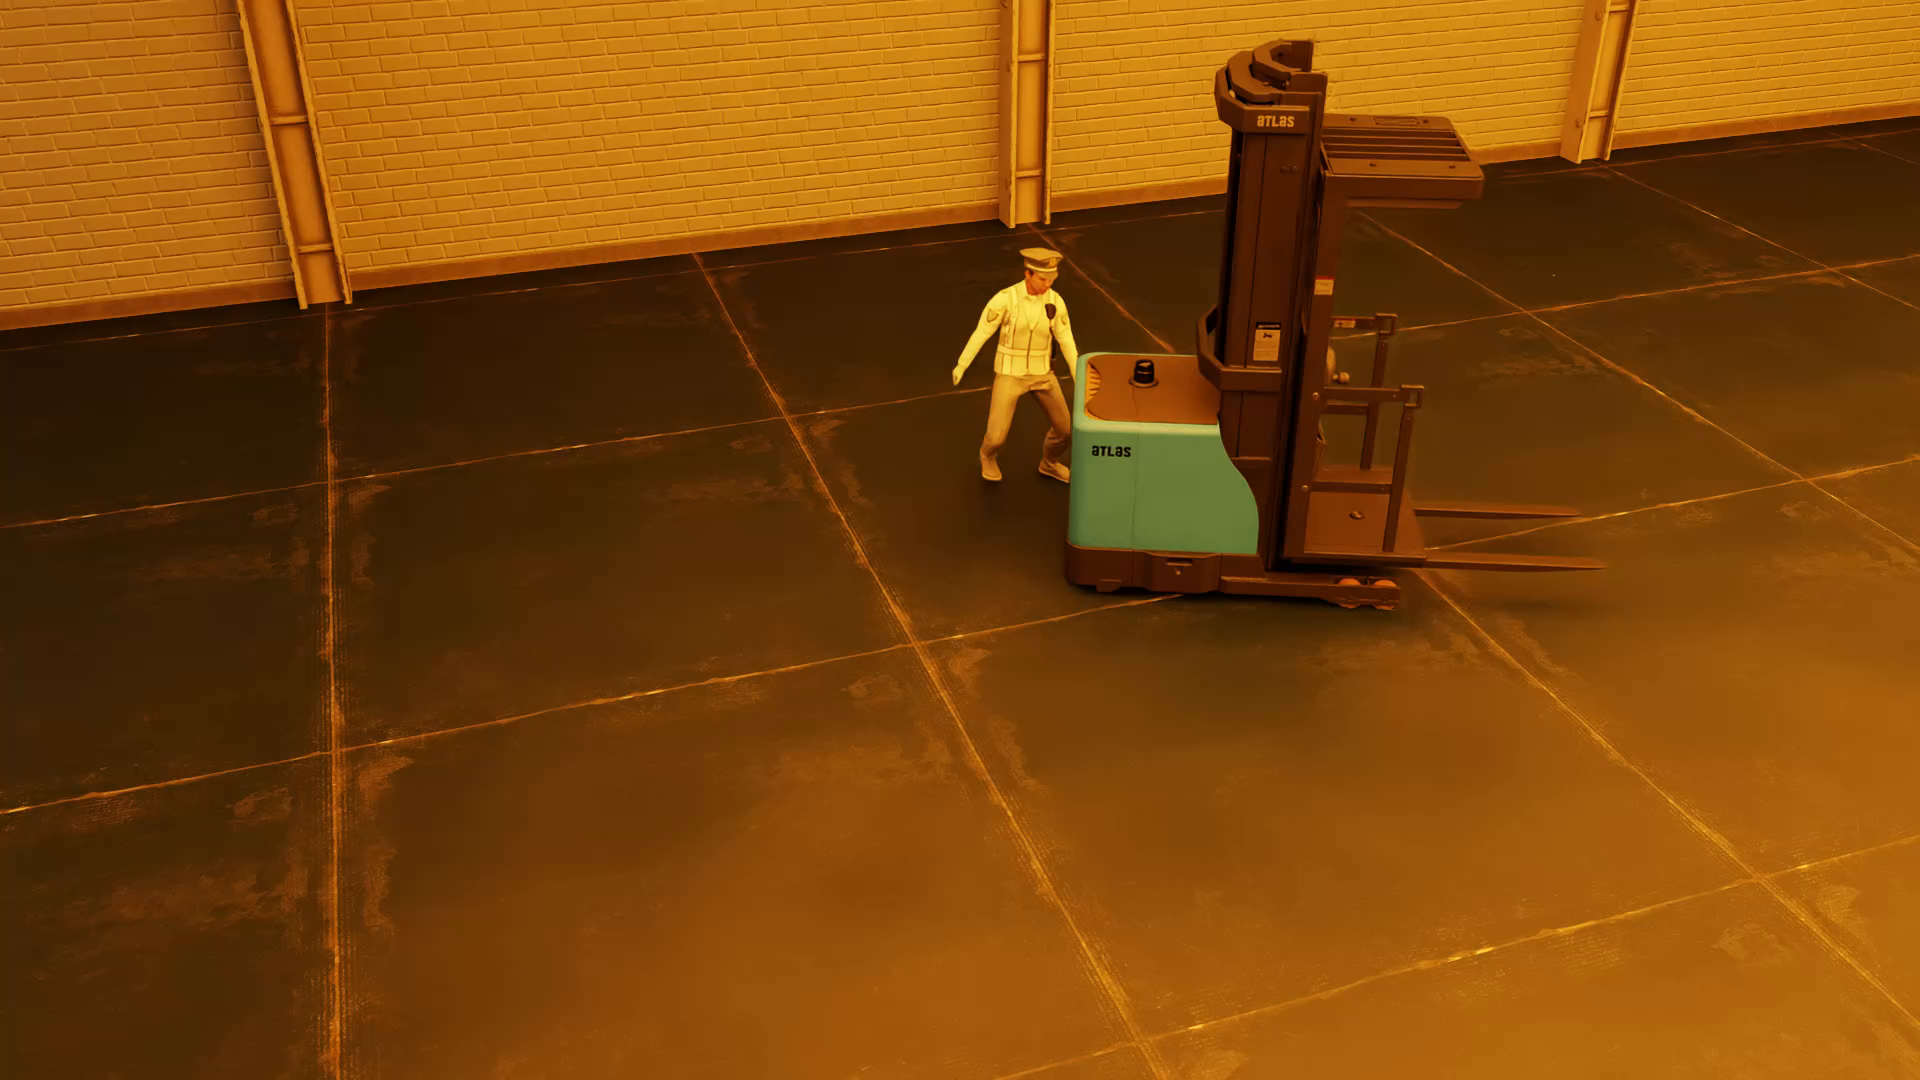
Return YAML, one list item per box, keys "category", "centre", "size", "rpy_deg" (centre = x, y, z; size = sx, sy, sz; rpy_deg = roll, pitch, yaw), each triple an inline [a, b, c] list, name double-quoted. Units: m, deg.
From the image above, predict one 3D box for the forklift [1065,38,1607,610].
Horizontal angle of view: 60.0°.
- category: "forklift"
  centre: [2.145, -1.155, 9.094]
  size: [3.031, 2.935, 1.130]
  rpy_deg: [2, 30, 4]

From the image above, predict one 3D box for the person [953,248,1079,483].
- category: "person"
  centre: [0.362, -1.053, 10.280]
  size: [0.813, 1.592, 0.453]
  rpy_deg: [-4, 30, -7]
